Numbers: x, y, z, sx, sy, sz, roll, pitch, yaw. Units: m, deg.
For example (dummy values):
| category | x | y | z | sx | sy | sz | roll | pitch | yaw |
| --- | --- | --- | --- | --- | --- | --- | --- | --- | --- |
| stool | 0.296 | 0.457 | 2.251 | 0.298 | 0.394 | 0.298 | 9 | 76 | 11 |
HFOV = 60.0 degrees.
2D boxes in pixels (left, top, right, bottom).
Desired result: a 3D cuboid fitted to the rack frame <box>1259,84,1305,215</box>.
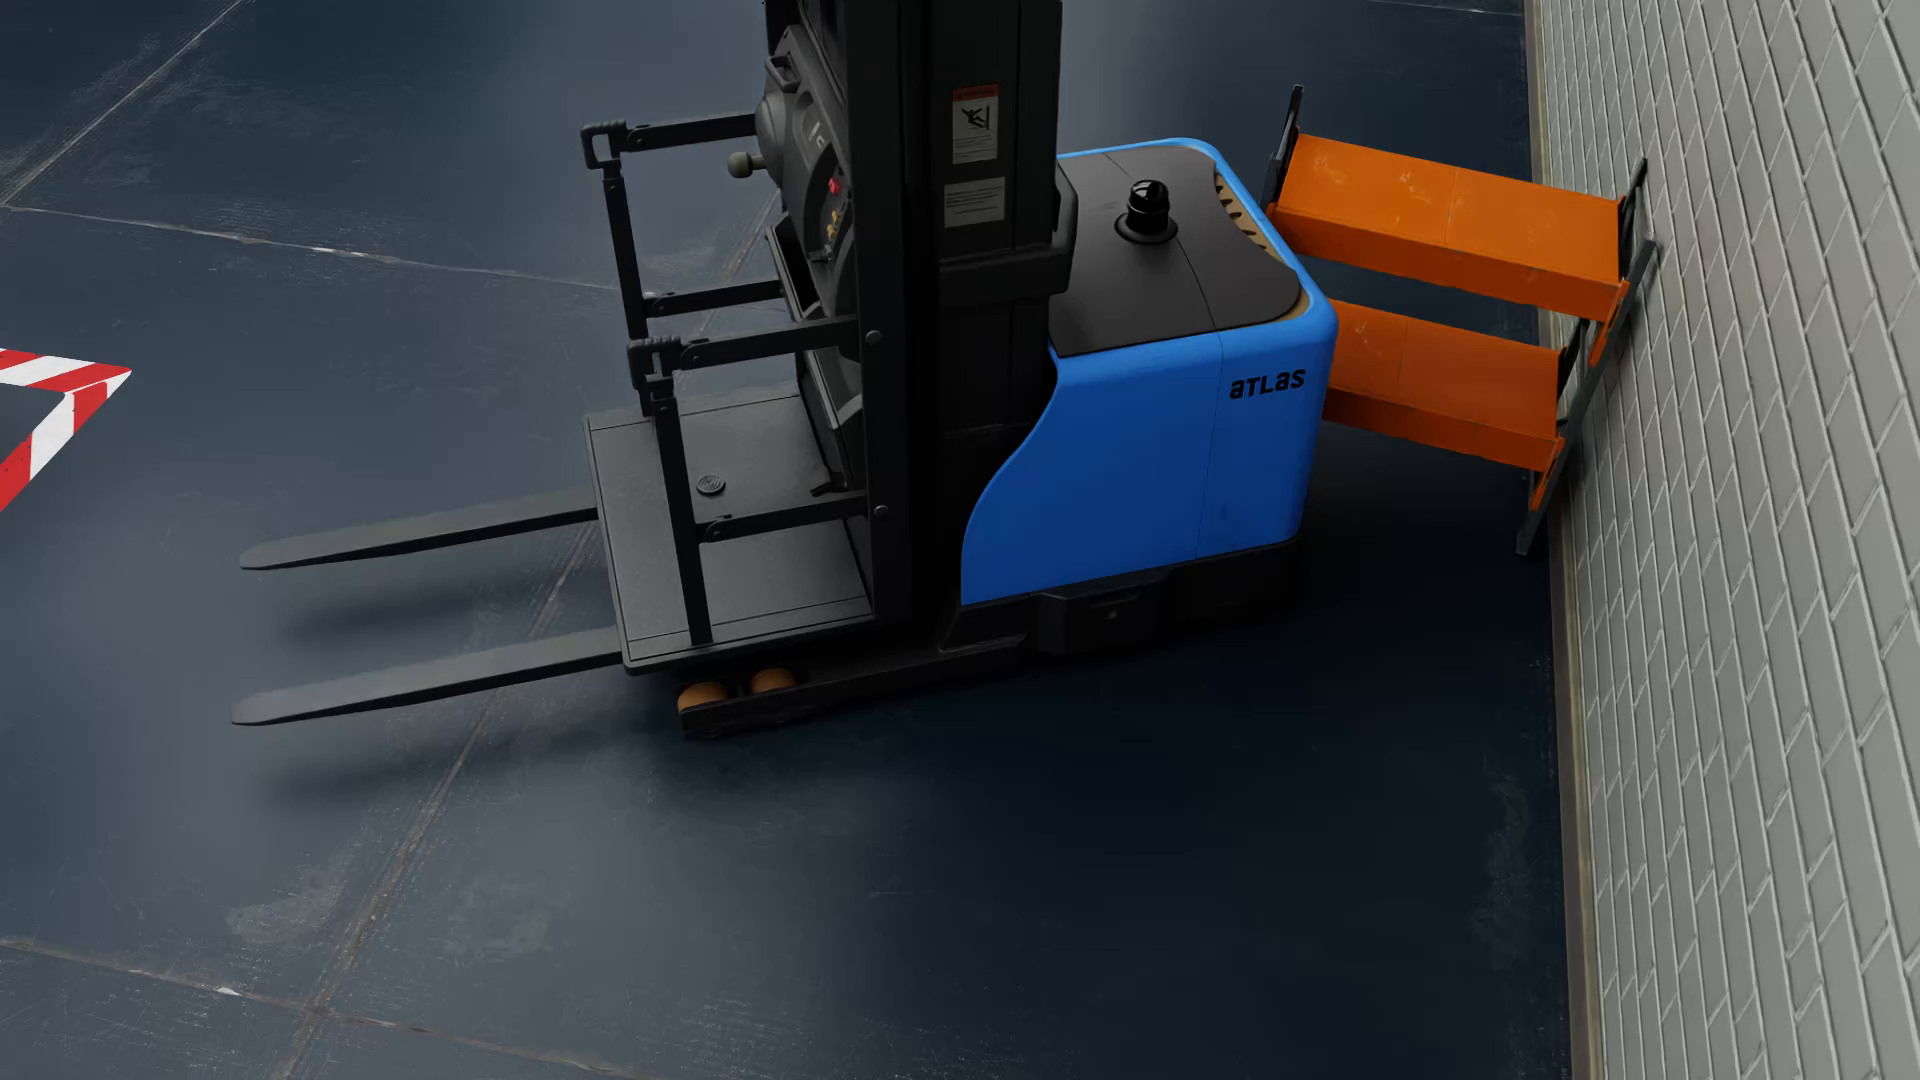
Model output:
| category | x | y | z | sx | sy | sz | roll | pitch | yaw |
| --- | --- | --- | --- | --- | --- | --- | --- | --- | --- |
| rack frame | 0.895 | -0.784 | 5.149 | 0.032 | 1.125 | 0.500 | 15 | 42 | 9 |

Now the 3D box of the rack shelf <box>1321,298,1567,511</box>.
| category | x | y | z | sx | sy | sz | roll | pitch | yaw |
| --- | --- | --- | --- | --- | --- | --- | --- | --- | --- |
| rack shelf | 1.359 | -0.473 | 5.228 | 1.000 | 0.278 | 0.538 | 15 | 42 | 9 |

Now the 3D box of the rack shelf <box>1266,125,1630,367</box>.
| category | x | y | z | sx | sy | sz | roll | pitch | yaw |
| --- | --- | --- | --- | --- | --- | --- | --- | --- | --- |
| rack shelf | 1.405 | -0.876 | 4.875 | 1.000 | 0.278 | 0.538 | 15 | 42 | 9 |

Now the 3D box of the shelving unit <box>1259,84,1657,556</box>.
| category | x | y | z | sx | sy | sz | roll | pitch | yaw |
| --- | --- | --- | --- | --- | --- | --- | --- | --- | --- |
| shelving unit | 1.380 | -0.656 | 5.067 | 1.048 | 1.125 | 0.538 | 15 | 42 | 9 |

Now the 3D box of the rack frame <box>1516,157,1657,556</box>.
| category | x | y | z | sx | sy | sz | roll | pitch | yaw |
| --- | --- | --- | --- | --- | --- | --- | --- | --- | --- |
| rack frame | 1.865 | -0.529 | 4.986 | 0.032 | 1.125 | 0.500 | 15 | 42 | 9 |

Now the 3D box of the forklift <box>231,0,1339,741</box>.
| category | x | y | z | sx | sy | sz | roll | pitch | yaw |
| --- | --- | --- | --- | --- | --- | --- | --- | --- | --- |
| forklift | -0.568 | -0.909 | 4.080 | 3.031 | 2.935 | 1.130 | -11 | 45 | -11 |
